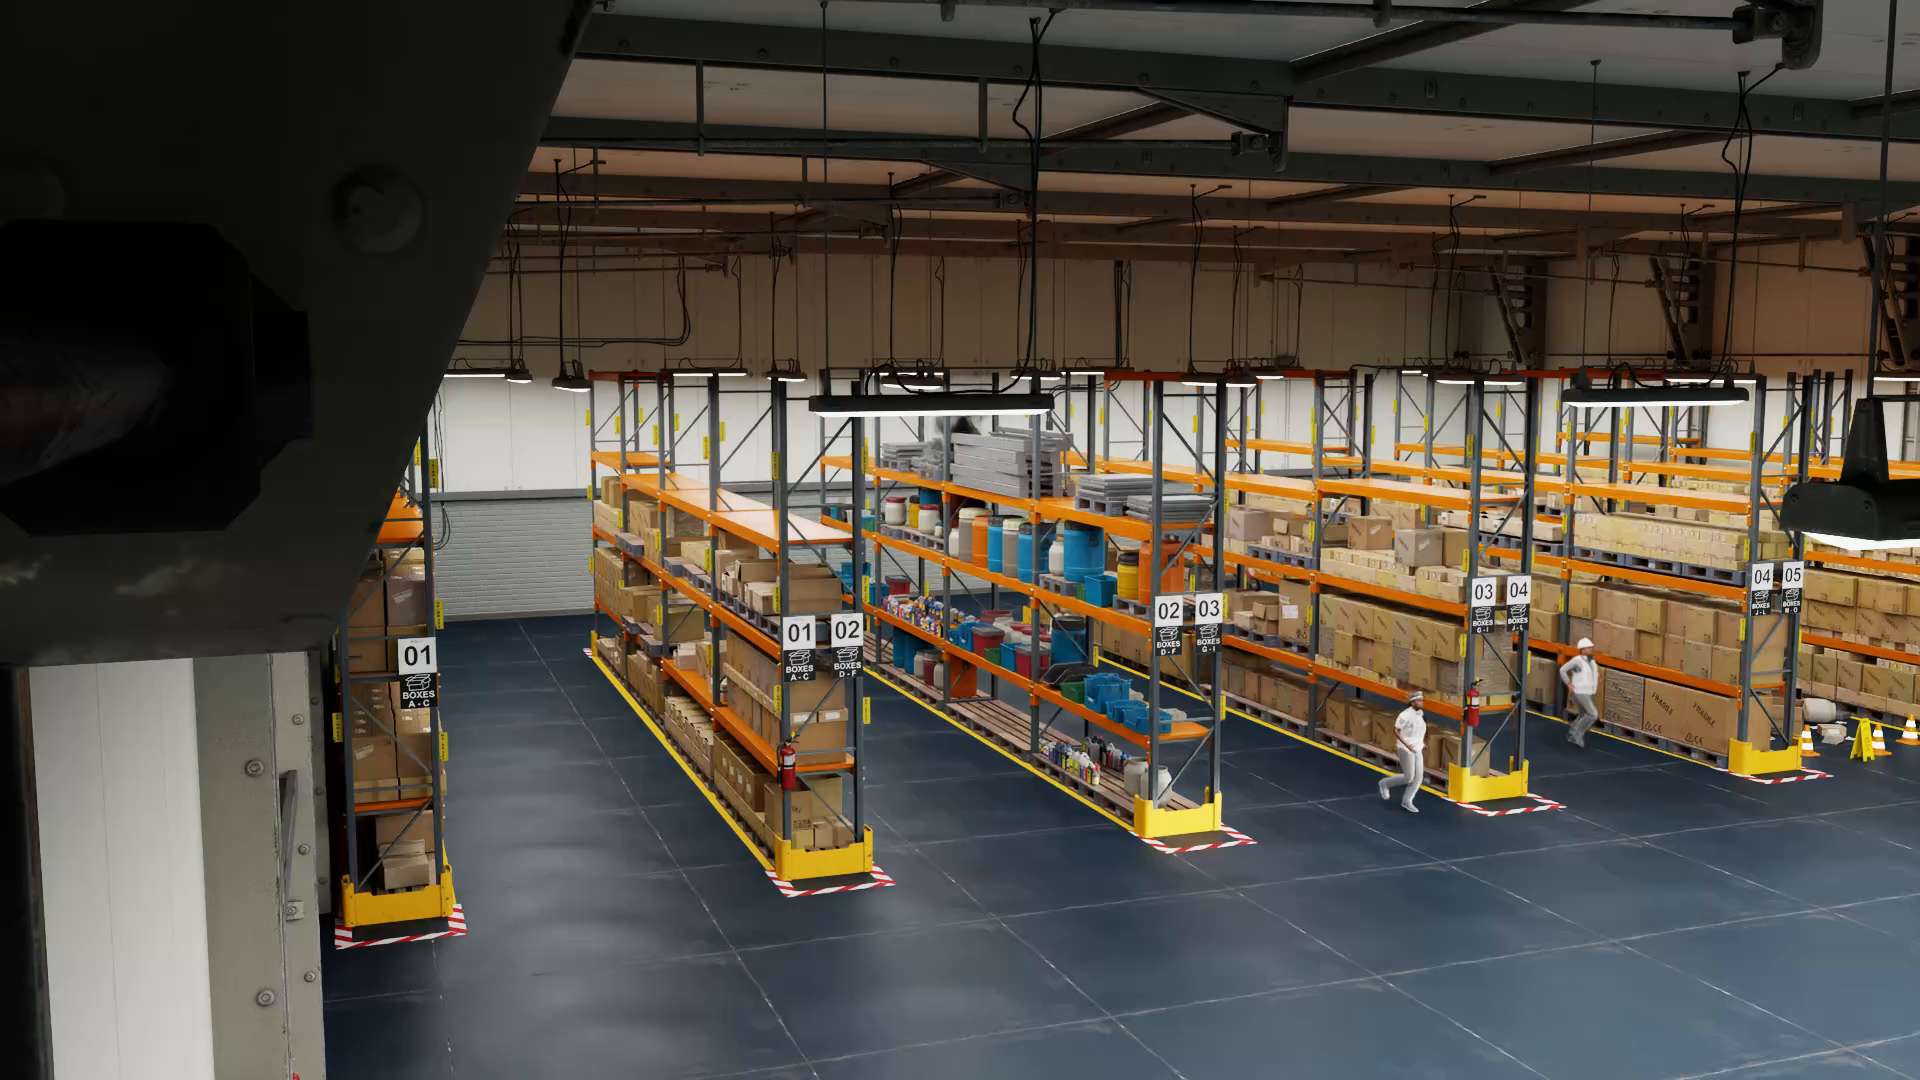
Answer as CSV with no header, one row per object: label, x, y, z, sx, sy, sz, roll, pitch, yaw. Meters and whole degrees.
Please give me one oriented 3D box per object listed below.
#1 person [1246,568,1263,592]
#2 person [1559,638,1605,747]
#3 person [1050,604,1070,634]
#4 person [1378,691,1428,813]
person,6.369,1.445,36.460,0.694,1.686,0.588,-3,7,-25
person,10.080,2.463,26.790,0.644,1.751,0.642,-5,8,-38
person,2.016,1.959,31.779,0.605,1.654,0.547,-4,8,-33
person,6.293,2.923,23.343,0.599,1.669,0.632,-5,8,-40
